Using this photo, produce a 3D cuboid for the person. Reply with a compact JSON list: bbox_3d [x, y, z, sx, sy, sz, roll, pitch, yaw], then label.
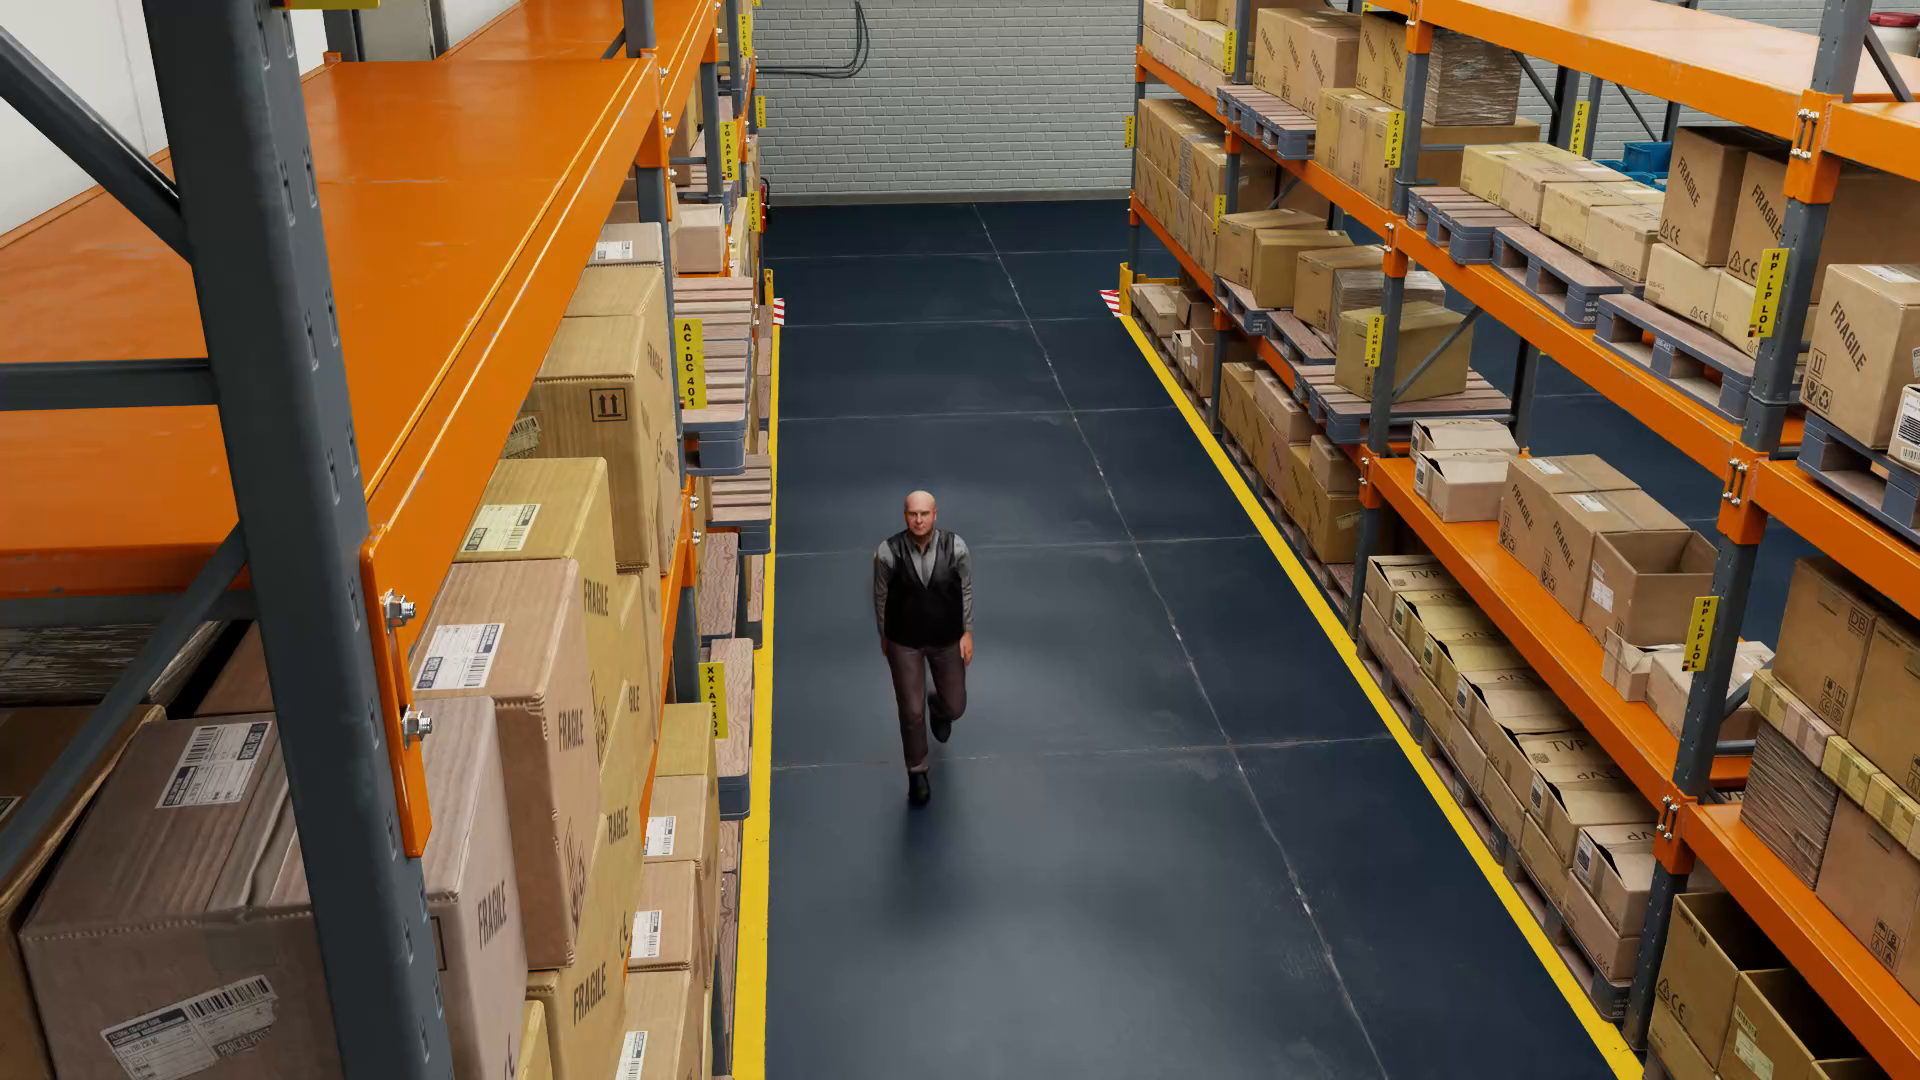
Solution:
[{"bbox_3d":[-0.202,0.578,9.168,0.535,1.447,0.582,-3,24,-8],"label":"person"}]
